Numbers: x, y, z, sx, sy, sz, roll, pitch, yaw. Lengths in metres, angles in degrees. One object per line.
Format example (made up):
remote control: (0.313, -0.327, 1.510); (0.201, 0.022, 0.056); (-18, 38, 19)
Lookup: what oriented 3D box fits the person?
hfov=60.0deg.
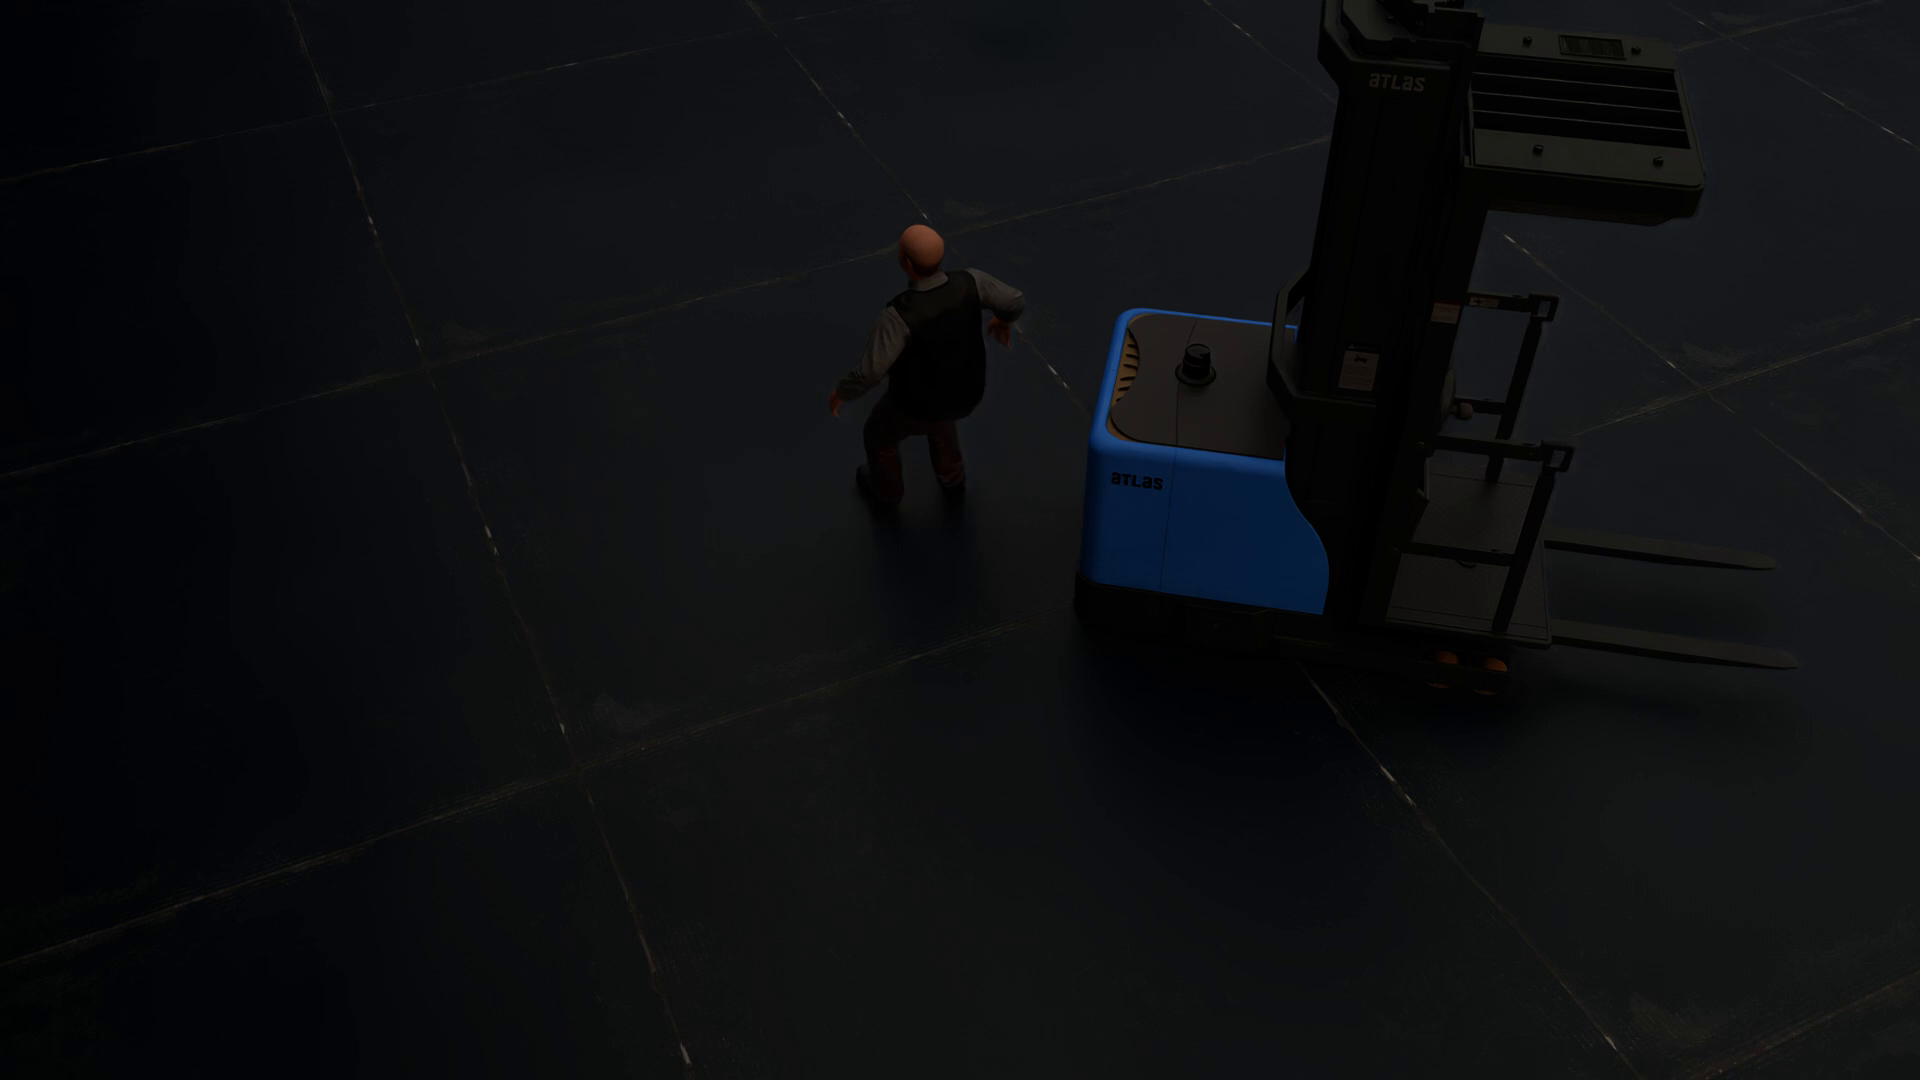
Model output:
person: (-0.211, -0.750, 7.449); (0.930, 1.662, 0.716); (-22, 47, -22)

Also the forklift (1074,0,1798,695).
forklift: (2.078, -0.806, 6.543); (3.031, 2.935, 1.130); (8, 44, 8)
